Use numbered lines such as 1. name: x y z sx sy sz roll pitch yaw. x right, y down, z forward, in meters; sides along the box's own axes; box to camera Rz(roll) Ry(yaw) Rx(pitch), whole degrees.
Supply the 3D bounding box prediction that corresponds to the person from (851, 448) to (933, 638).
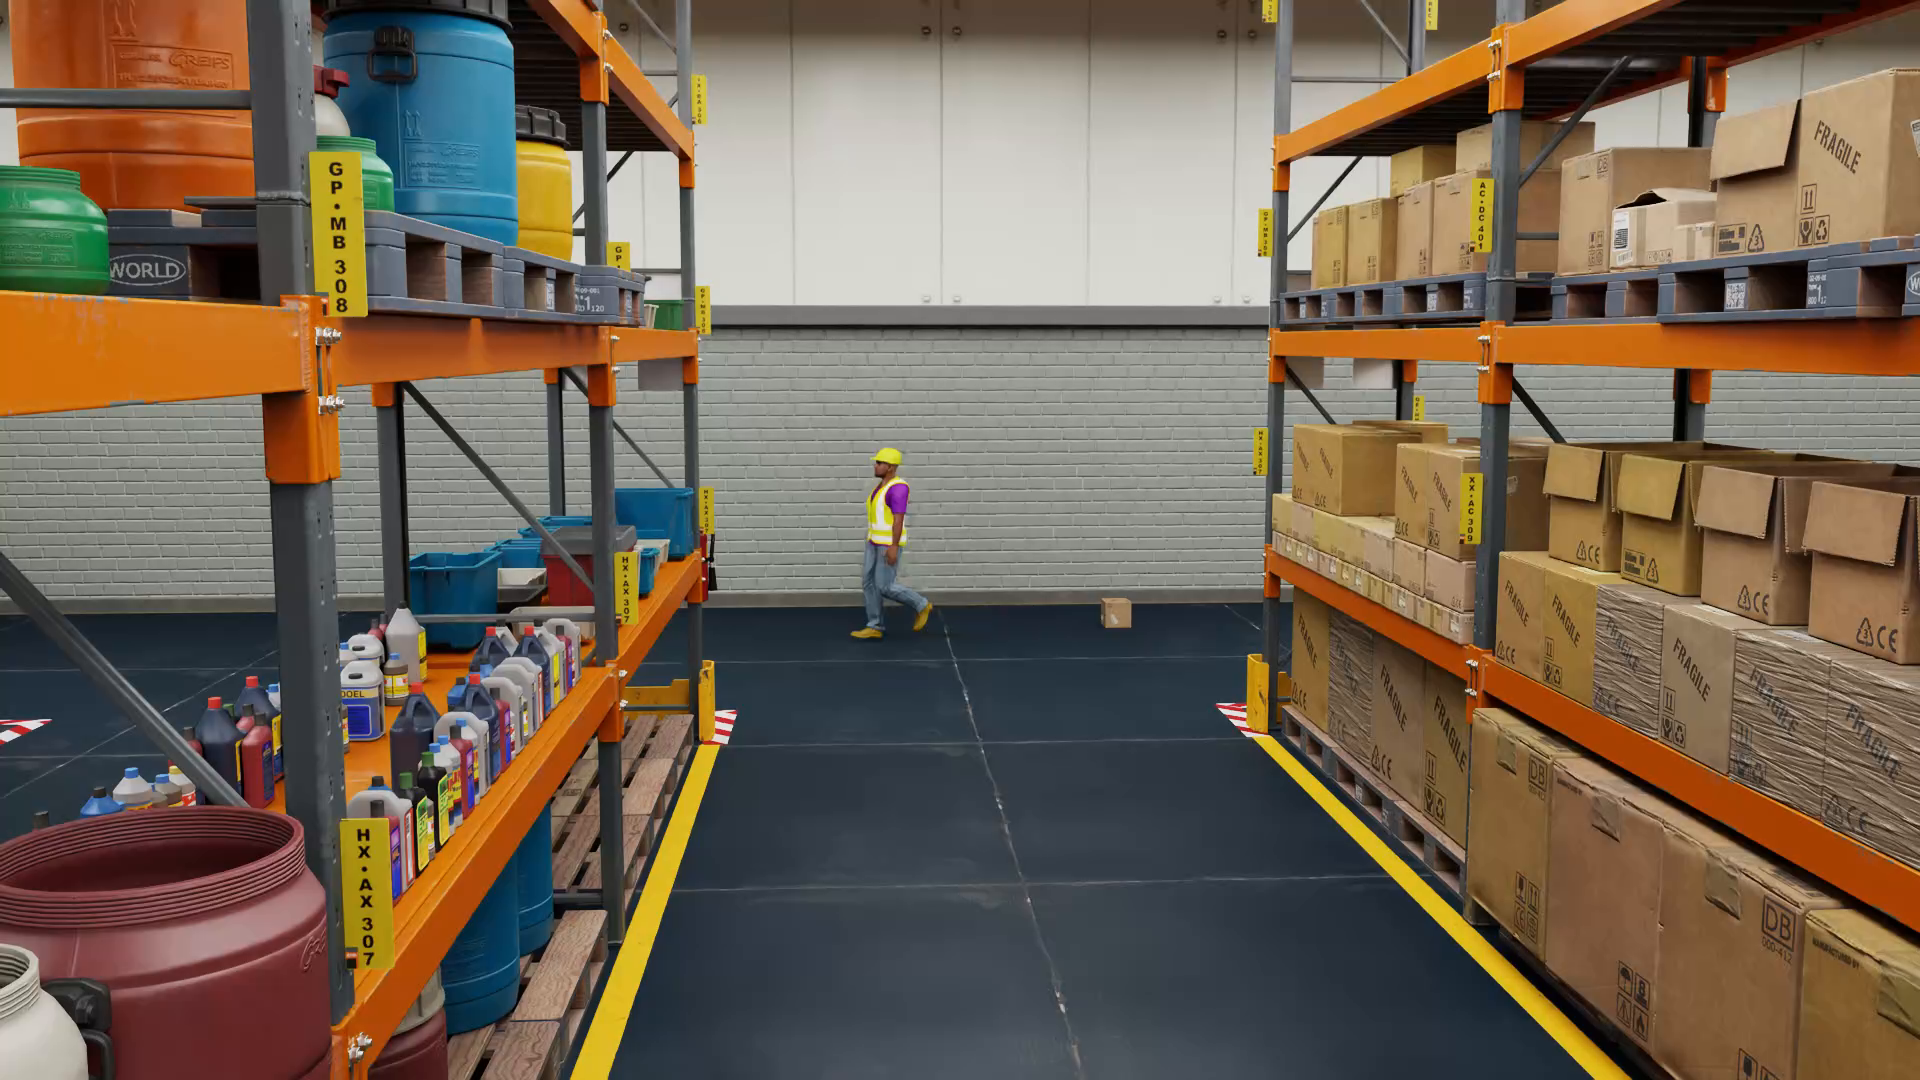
1. person: -0.641 0.031 15.218 0.740 1.747 0.575 -3 8 -26
